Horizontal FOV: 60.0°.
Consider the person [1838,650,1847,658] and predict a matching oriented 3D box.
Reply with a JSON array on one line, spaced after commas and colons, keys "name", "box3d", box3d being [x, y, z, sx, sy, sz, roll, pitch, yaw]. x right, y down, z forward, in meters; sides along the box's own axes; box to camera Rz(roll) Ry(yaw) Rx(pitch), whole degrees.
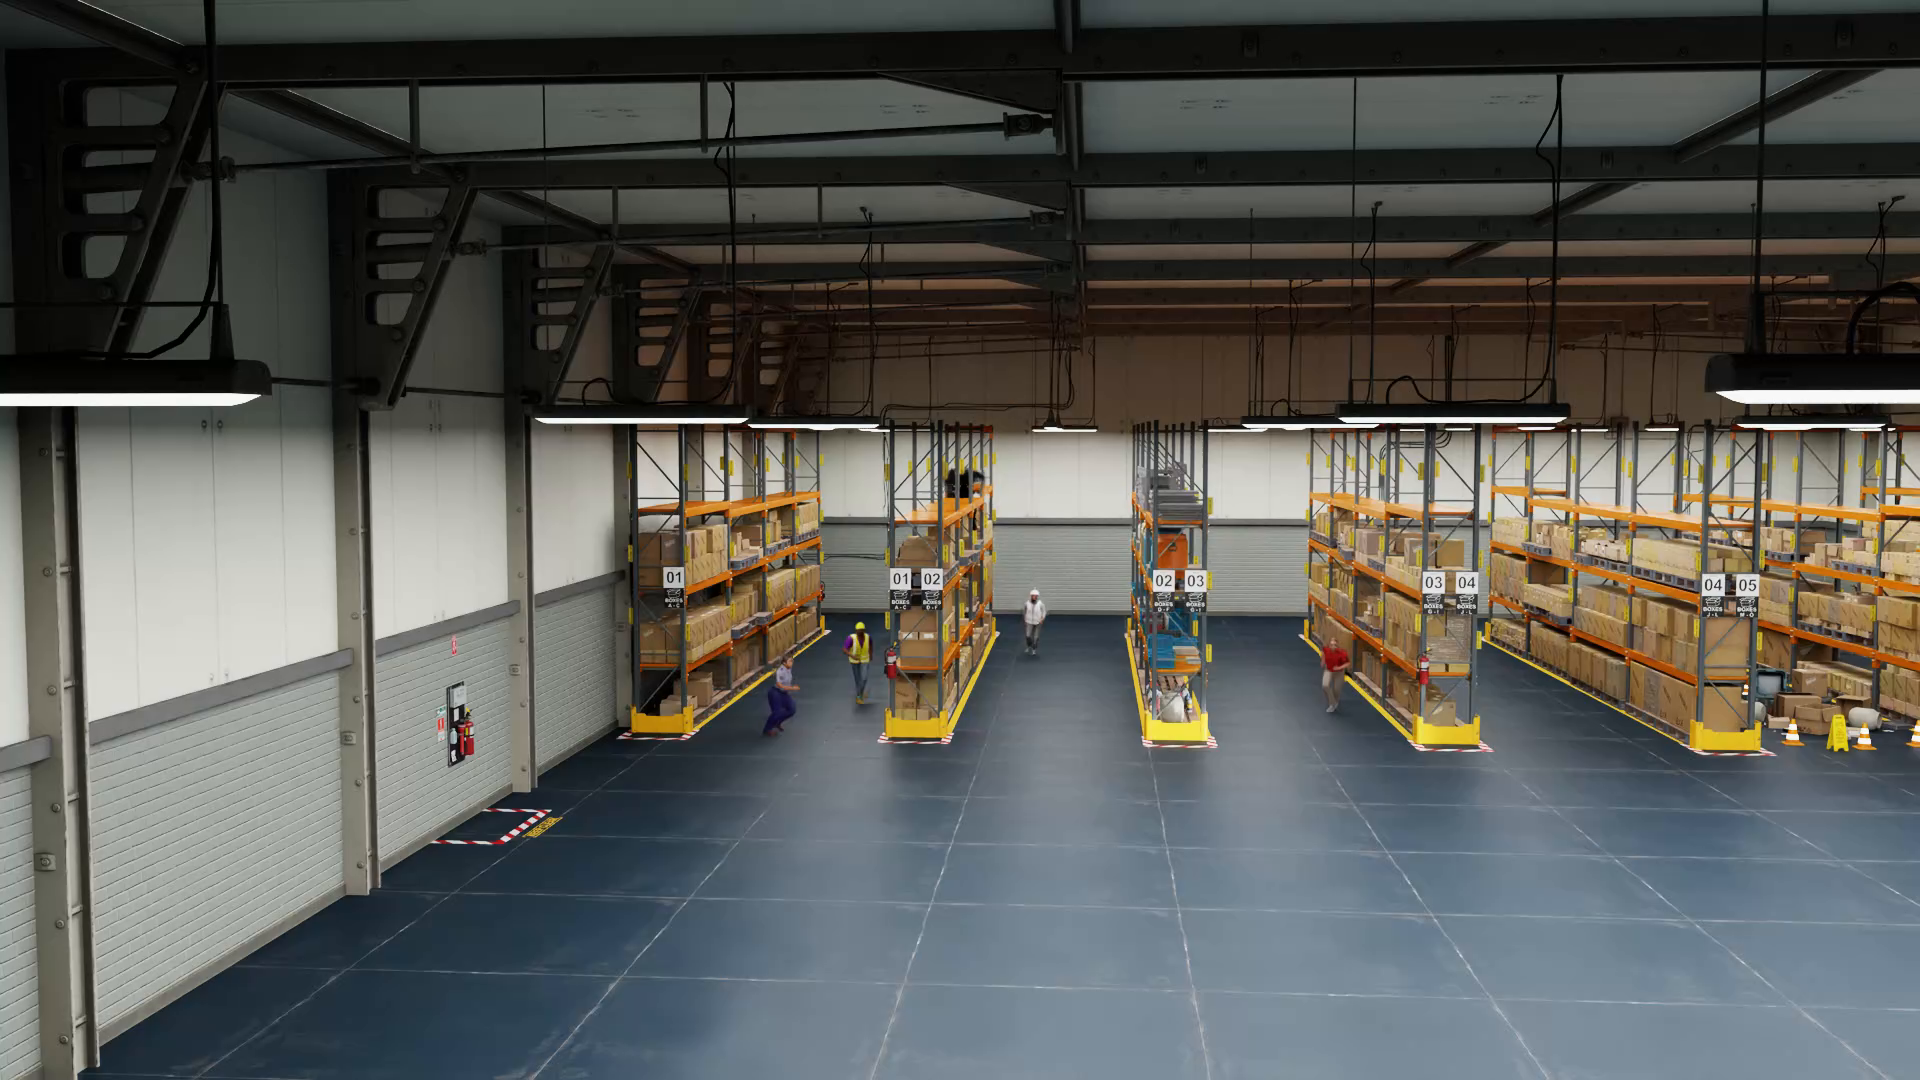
[{"name": "person", "box3d": [22.437, 2.243, 42.687, 0.704, 1.582, 0.962, -2, 4, -26]}]

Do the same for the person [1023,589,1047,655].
[{"name": "person", "box3d": [1.918, 2.135, 42.930, 0.649, 1.728, 0.786, 0, 4, 7]}]

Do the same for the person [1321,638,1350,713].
[{"name": "person", "box3d": [7.747, 2.761, 34.334, 0.668, 1.559, 1.127, 1, 4, 22]}]

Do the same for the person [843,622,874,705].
[{"name": "person", "box3d": [-2.167, 2.607, 35.486, 0.670, 1.745, 0.833, 0, 4, -8]}]

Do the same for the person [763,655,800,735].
[{"name": "person", "box3d": [-3.386, 2.957, 31.650, 0.796, 1.551, 0.601, 1, 4, 22]}]
